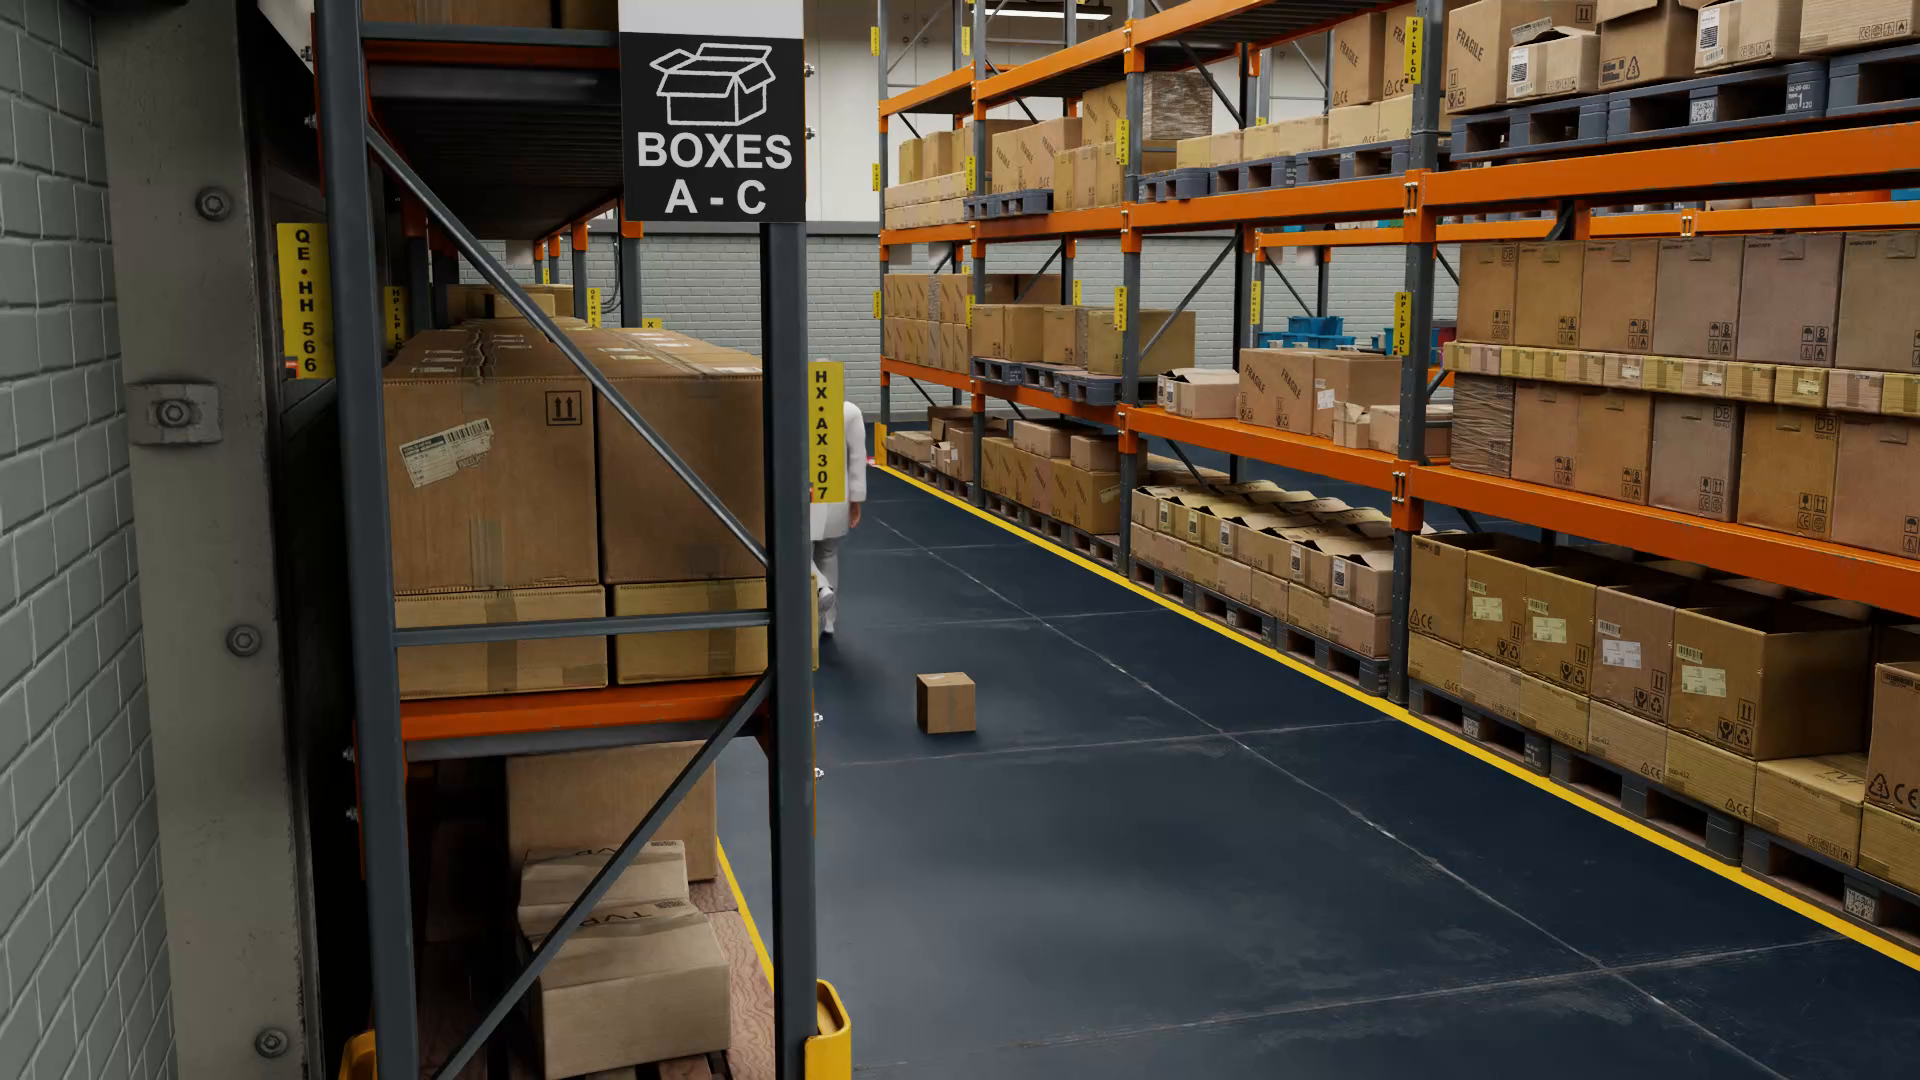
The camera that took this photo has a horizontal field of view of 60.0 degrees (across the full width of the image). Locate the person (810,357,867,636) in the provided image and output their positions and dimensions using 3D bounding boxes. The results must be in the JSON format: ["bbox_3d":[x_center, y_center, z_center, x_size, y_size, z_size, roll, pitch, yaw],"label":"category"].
[{"bbox_3d":[-0.876,-0.260,10.399,0.588,1.754,0.805,-4,10,-23],"label":"person"}]
